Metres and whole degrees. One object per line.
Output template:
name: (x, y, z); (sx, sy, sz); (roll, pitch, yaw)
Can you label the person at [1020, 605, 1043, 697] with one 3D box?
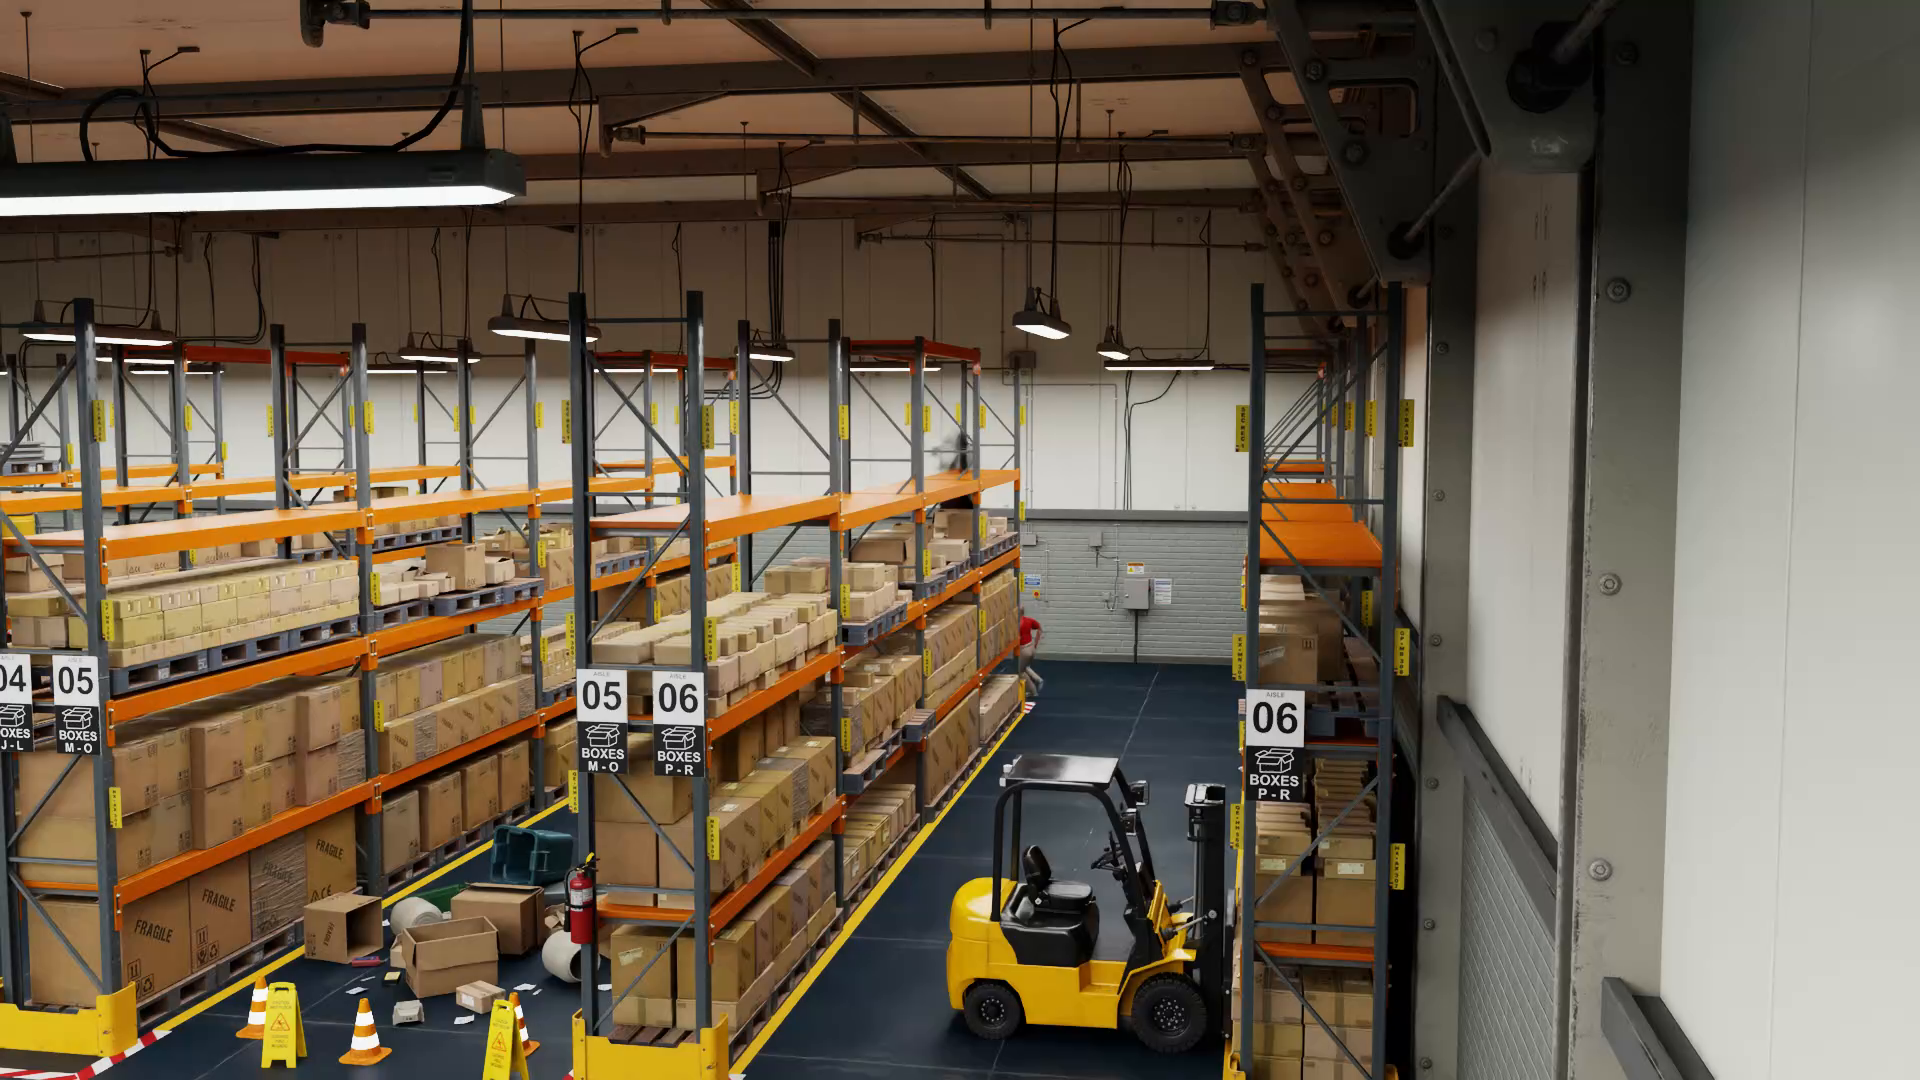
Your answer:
person: (1.113, 1.969, 29.466); (0.567, 1.662, 0.780); (3, 5, 30)
